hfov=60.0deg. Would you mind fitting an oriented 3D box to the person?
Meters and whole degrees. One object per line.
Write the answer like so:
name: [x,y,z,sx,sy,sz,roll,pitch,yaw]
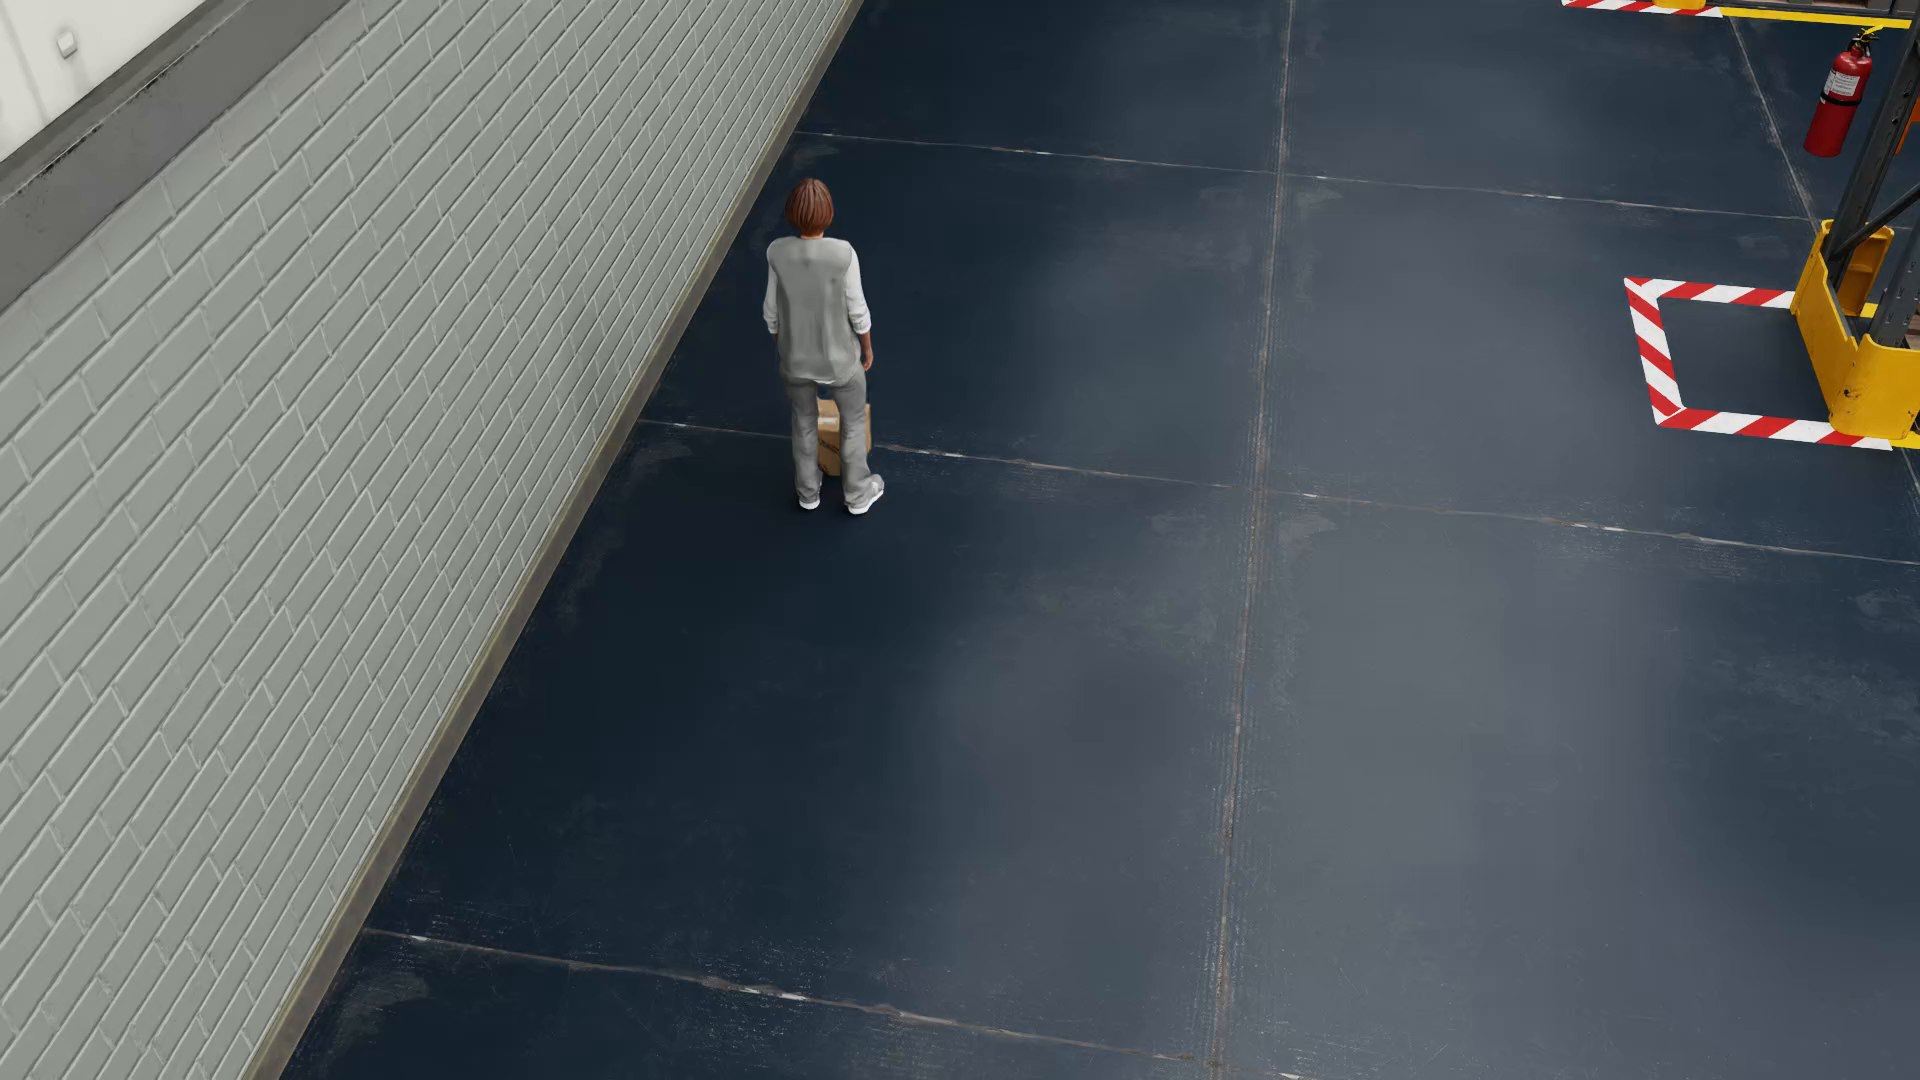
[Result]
person: [-0.590,-0.781,7.060,0.459,1.594,0.345,5,41,6]
